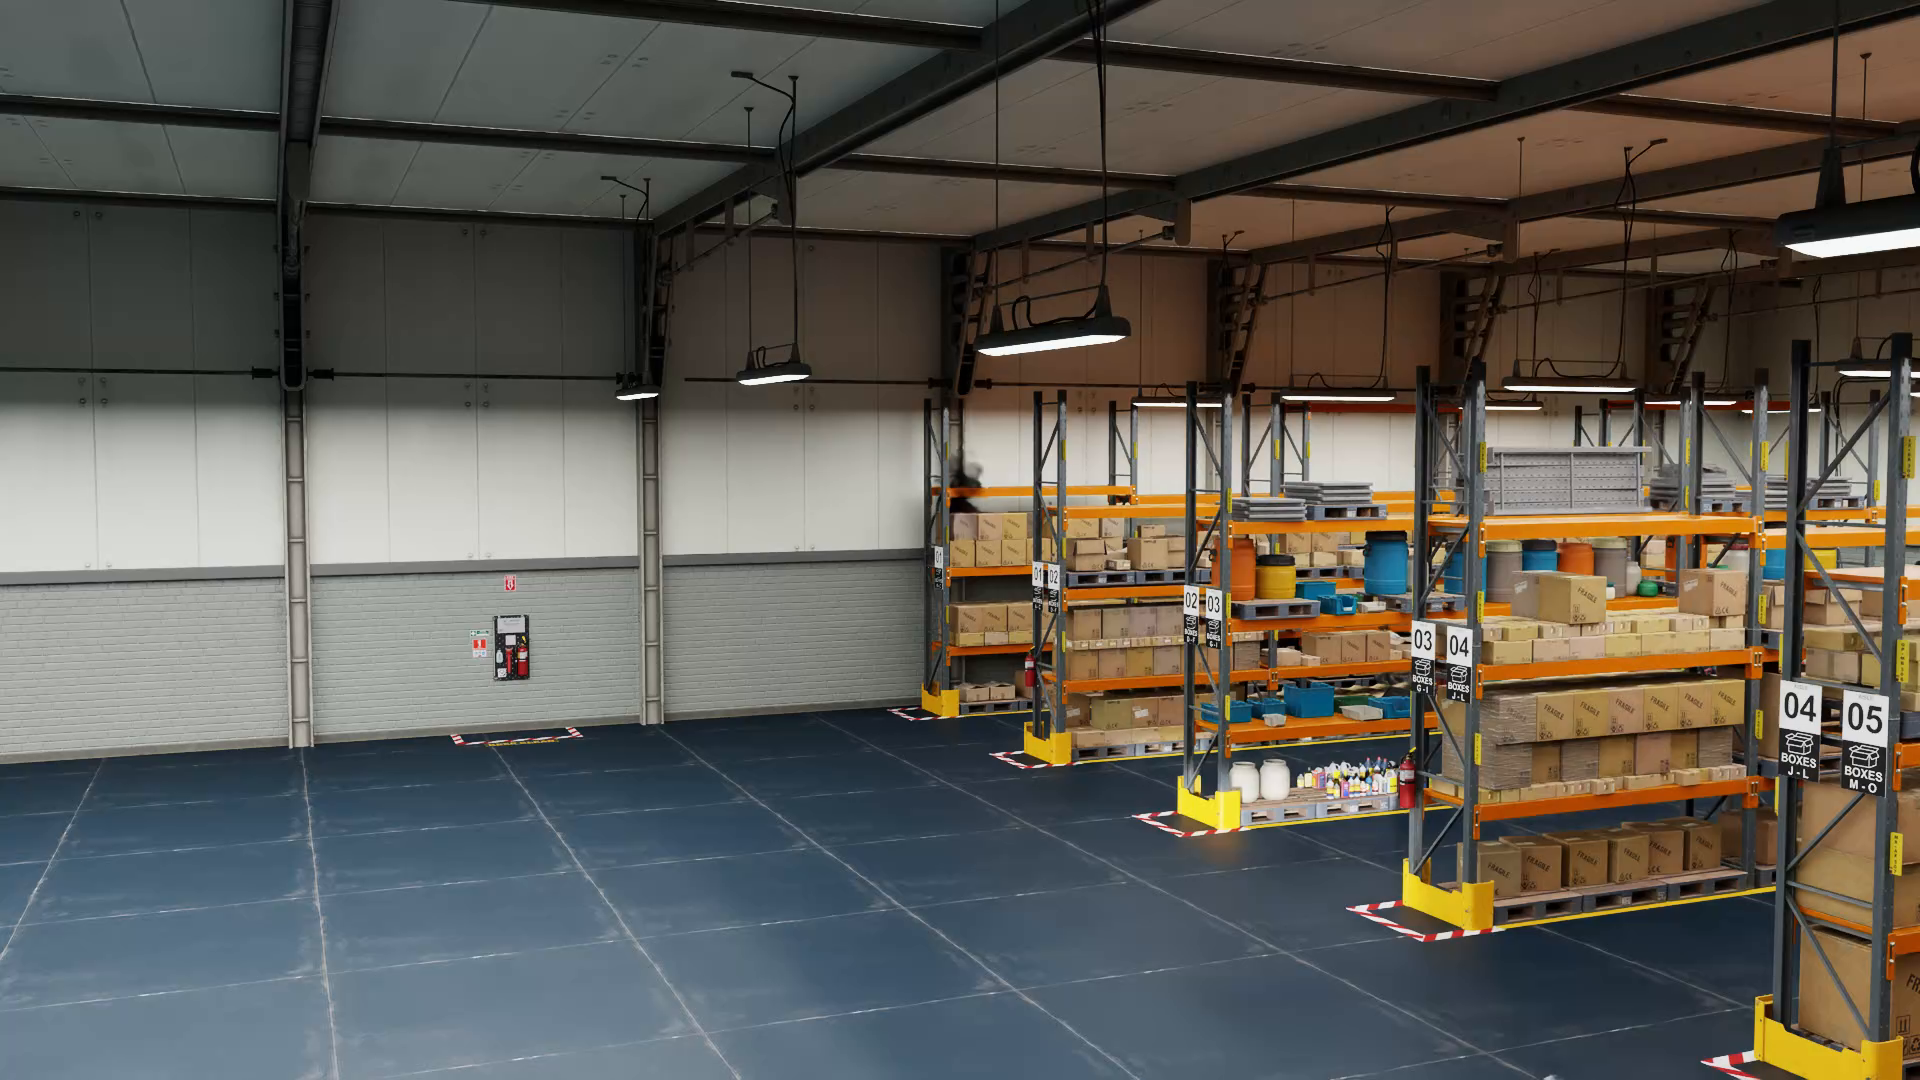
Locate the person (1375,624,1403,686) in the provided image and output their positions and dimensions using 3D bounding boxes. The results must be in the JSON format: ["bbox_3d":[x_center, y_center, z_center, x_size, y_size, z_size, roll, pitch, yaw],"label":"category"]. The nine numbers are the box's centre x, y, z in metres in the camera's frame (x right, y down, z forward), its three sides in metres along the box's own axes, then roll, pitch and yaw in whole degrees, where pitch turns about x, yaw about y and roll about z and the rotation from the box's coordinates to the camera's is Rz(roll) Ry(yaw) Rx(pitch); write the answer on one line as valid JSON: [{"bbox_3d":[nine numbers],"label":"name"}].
[{"bbox_3d":[8.447,2.390,32.889,0.885,1.739,0.584,-1,4,-23],"label":"person"}]

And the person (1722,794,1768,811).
[{"bbox_3d":[10.362,3.047,22.053,0.894,1.585,0.537,-1,4,-24],"label":"person"}]
